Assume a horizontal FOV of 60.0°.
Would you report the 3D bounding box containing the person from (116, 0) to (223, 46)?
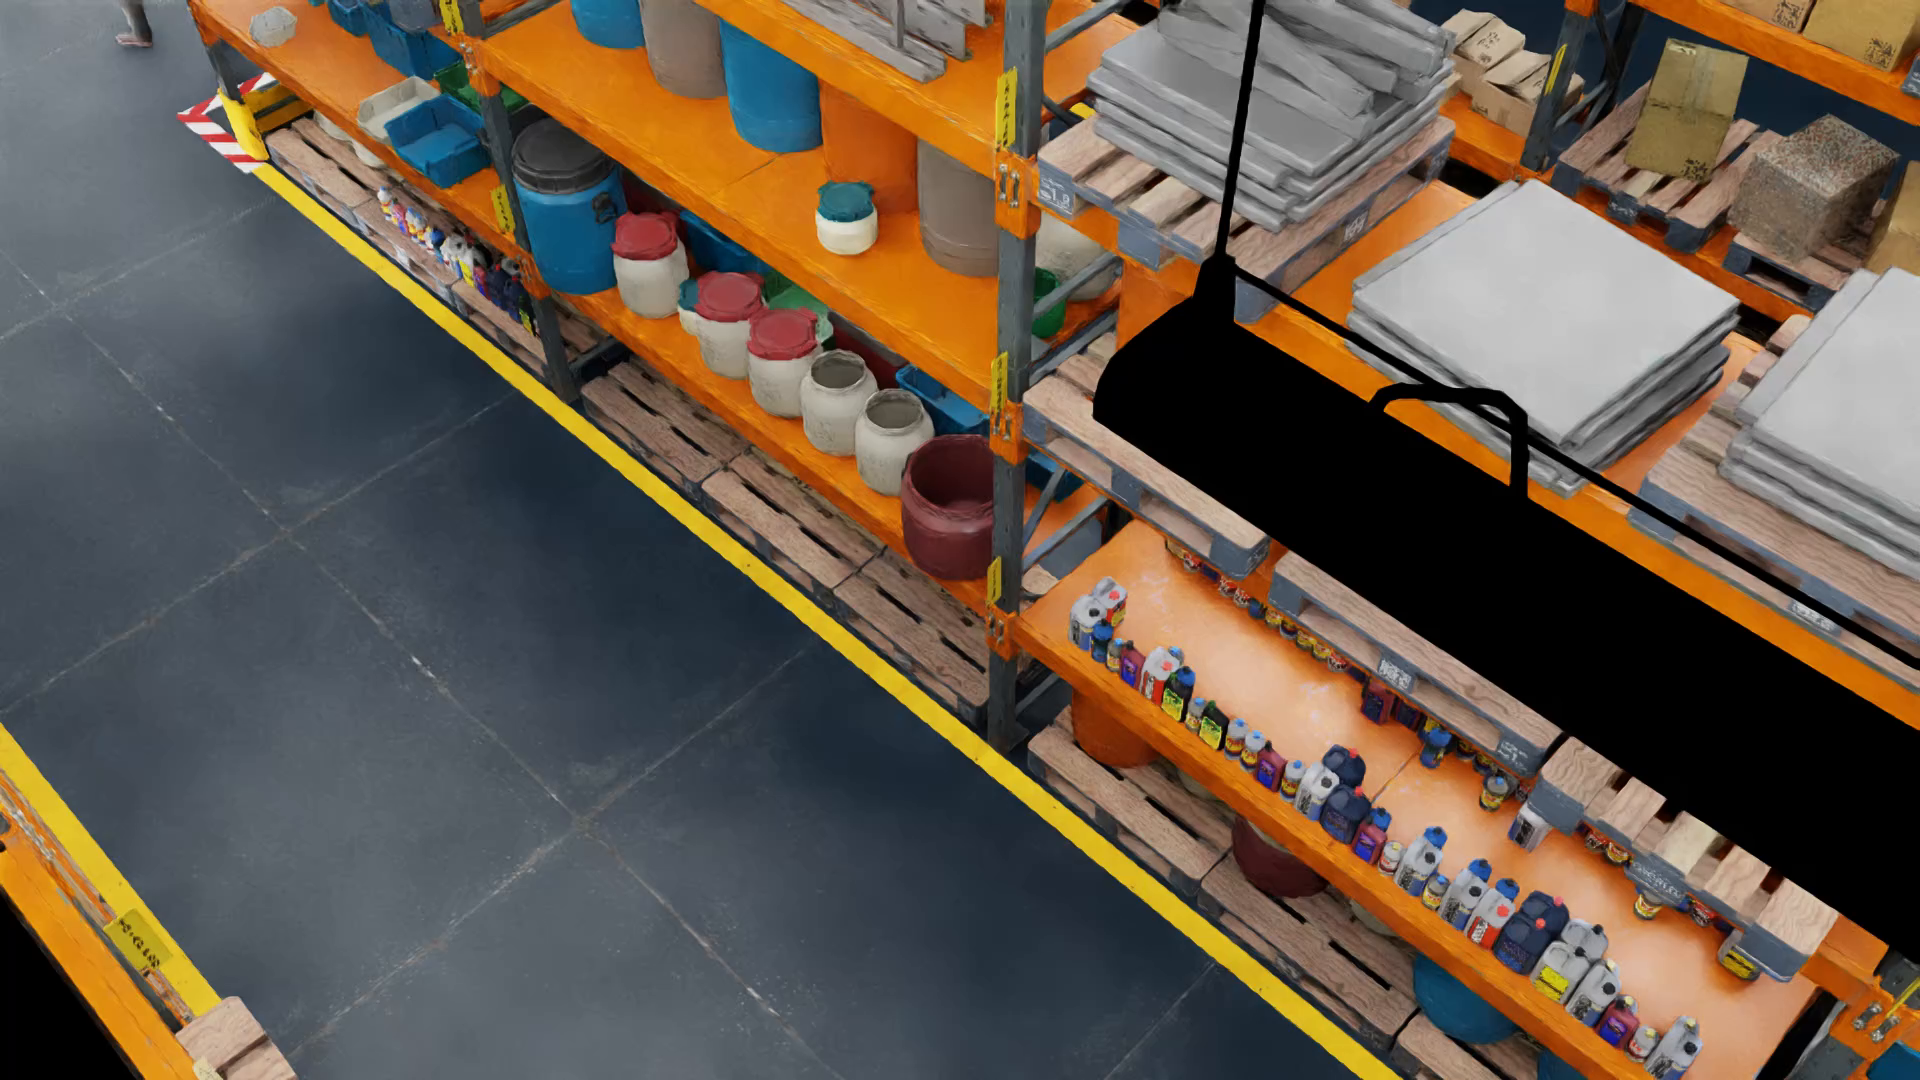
[{"bbox_3d":[-6.541,-4.709,13.291,0.805,1.591,0.621,22,53,17],"label":"person"}]
